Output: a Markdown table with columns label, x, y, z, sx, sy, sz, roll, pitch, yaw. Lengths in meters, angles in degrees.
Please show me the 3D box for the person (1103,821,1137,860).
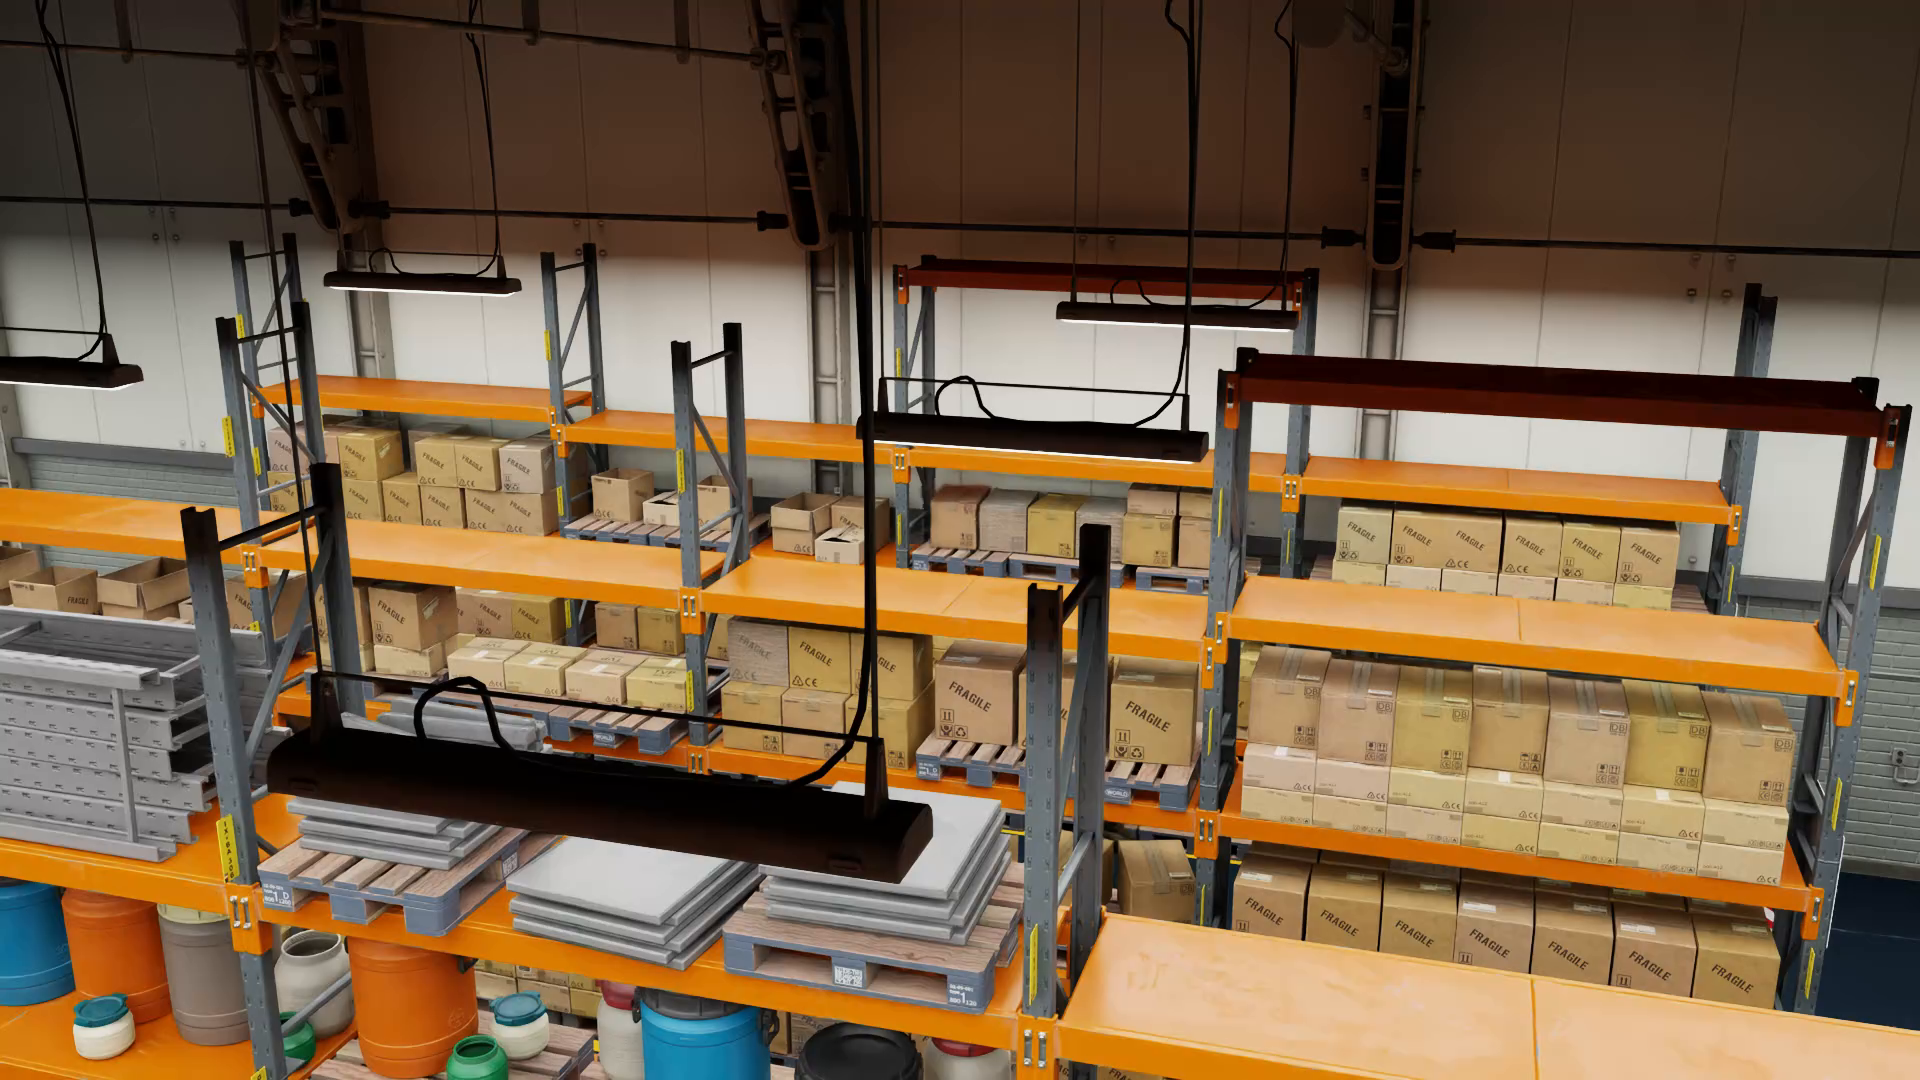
| label | x | y | z | sx | sy | sz | roll | pitch | yaw |
| --- | --- | --- | --- | --- | --- | --- | --- | --- | --- |
| person | 1.589 | 2.530 | 16.460 | 0.651 | 1.673 | 0.749 | 7 | 18 | 24 |
